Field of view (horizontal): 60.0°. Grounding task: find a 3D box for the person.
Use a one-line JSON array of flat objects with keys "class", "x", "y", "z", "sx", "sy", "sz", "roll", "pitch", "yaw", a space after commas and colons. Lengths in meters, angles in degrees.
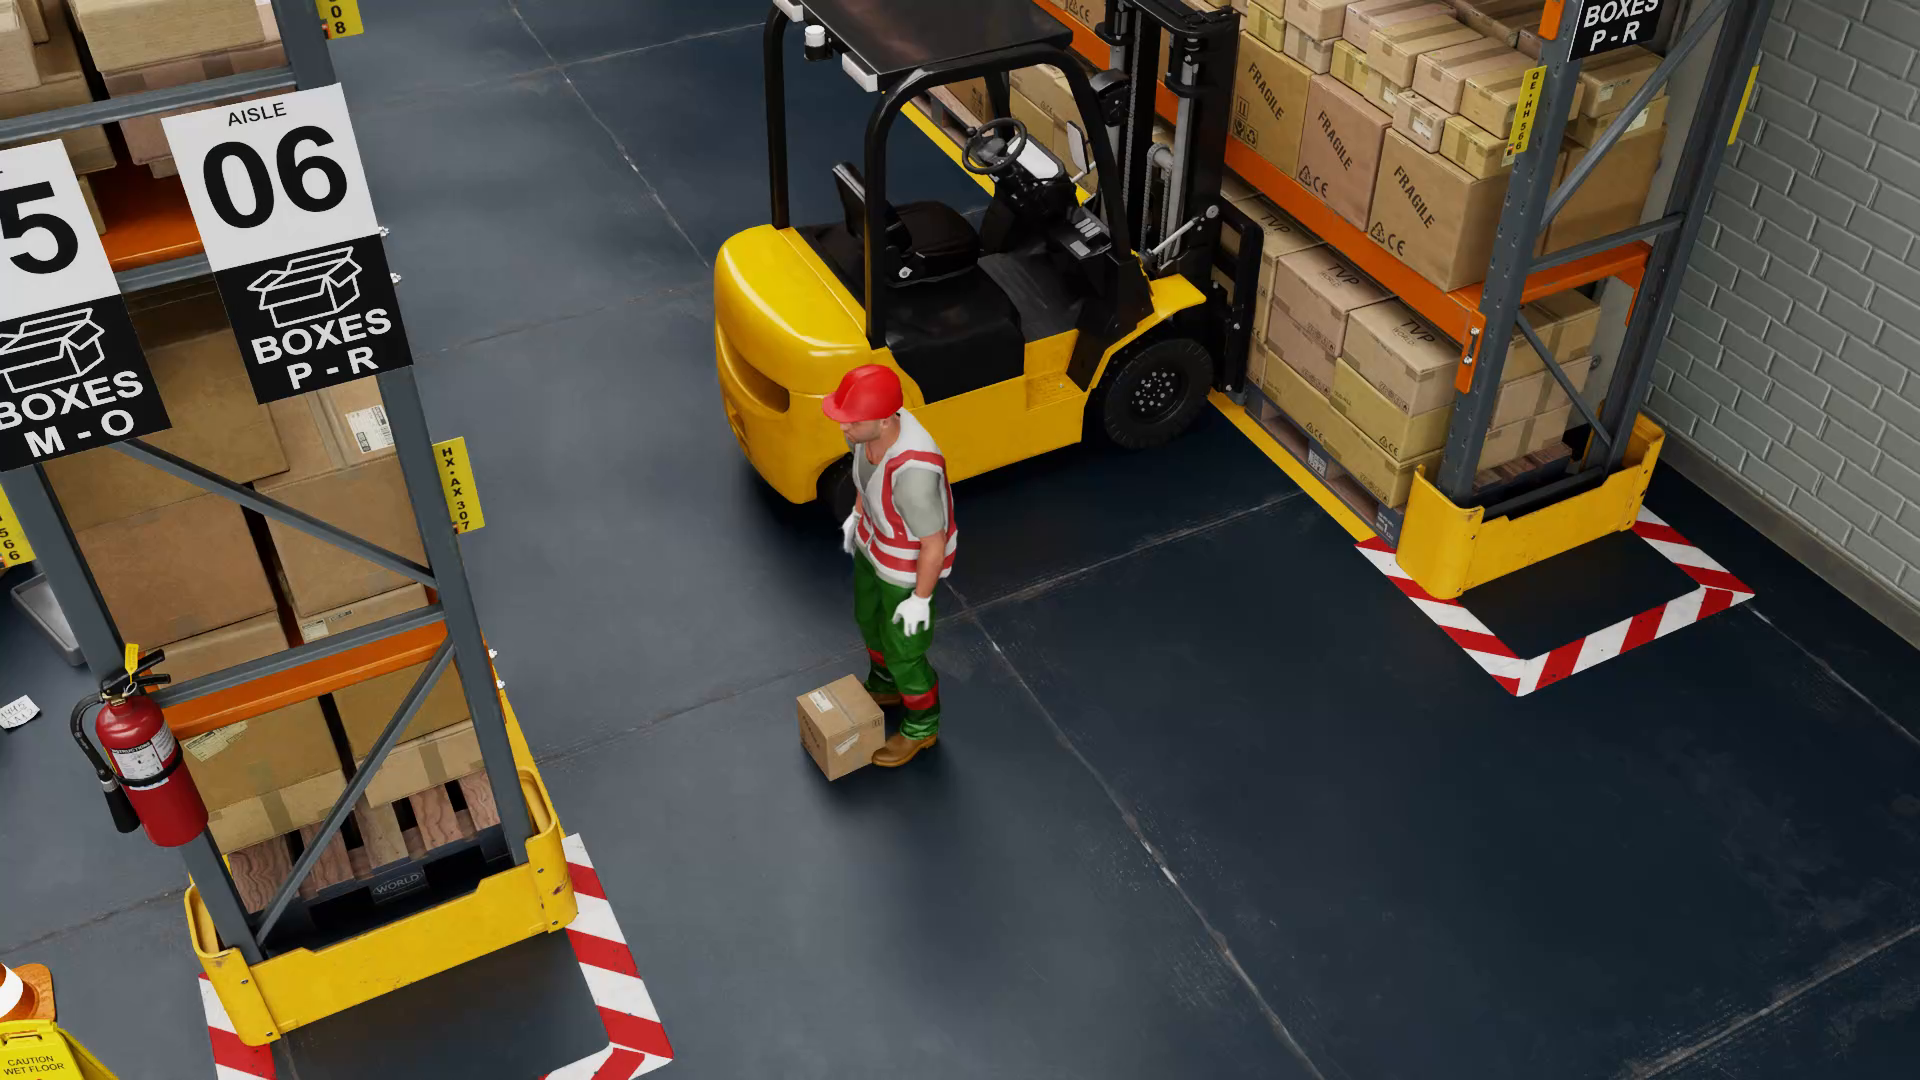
[{"class": "person", "x": -0.260, "y": 0.077, "z": 6.058, "sx": 0.453, "sy": 1.778, "sz": 0.601, "roll": -19, "pitch": 44, "yaw": -20}]
